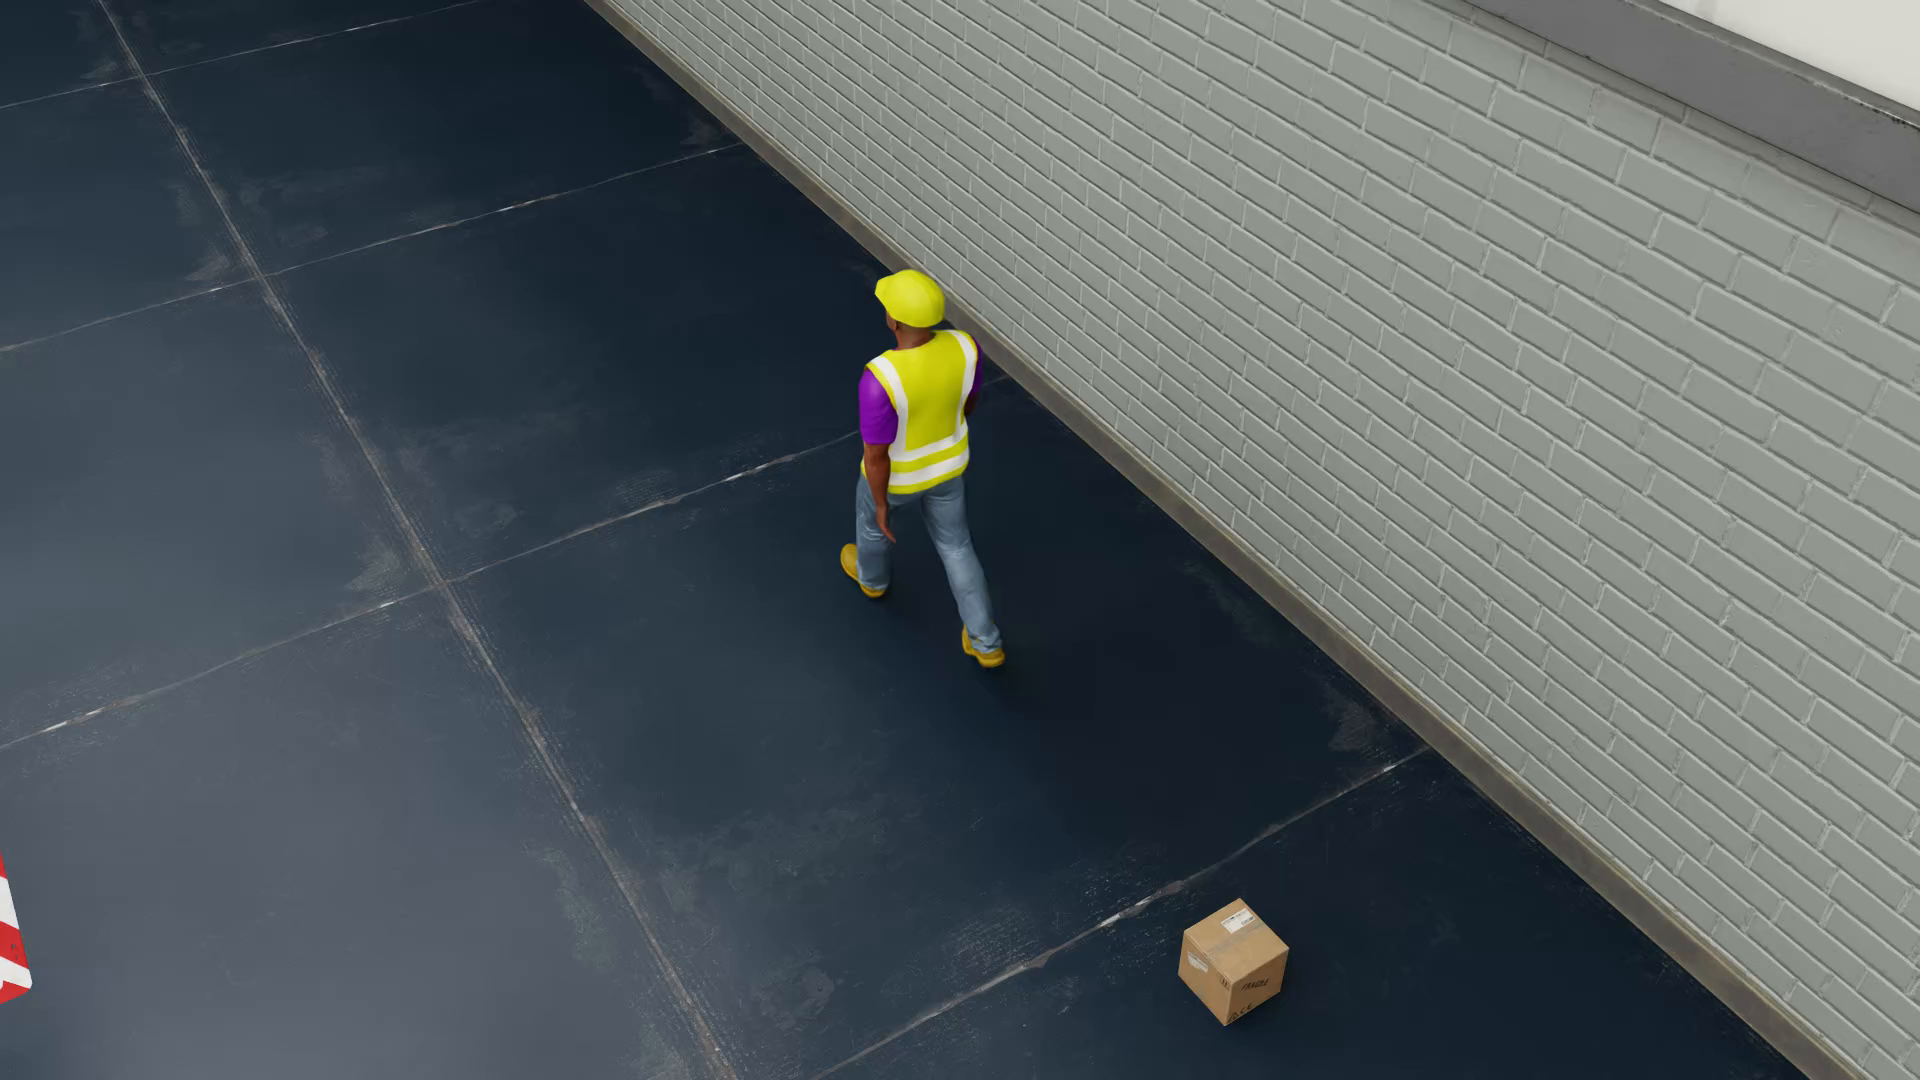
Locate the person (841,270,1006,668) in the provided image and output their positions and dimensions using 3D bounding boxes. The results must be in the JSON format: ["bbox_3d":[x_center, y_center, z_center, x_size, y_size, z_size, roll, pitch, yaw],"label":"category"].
[{"bbox_3d":[-0.166,-0.309,6.502,0.564,1.725,1.037,-20,44,-22],"label":"person"}]
